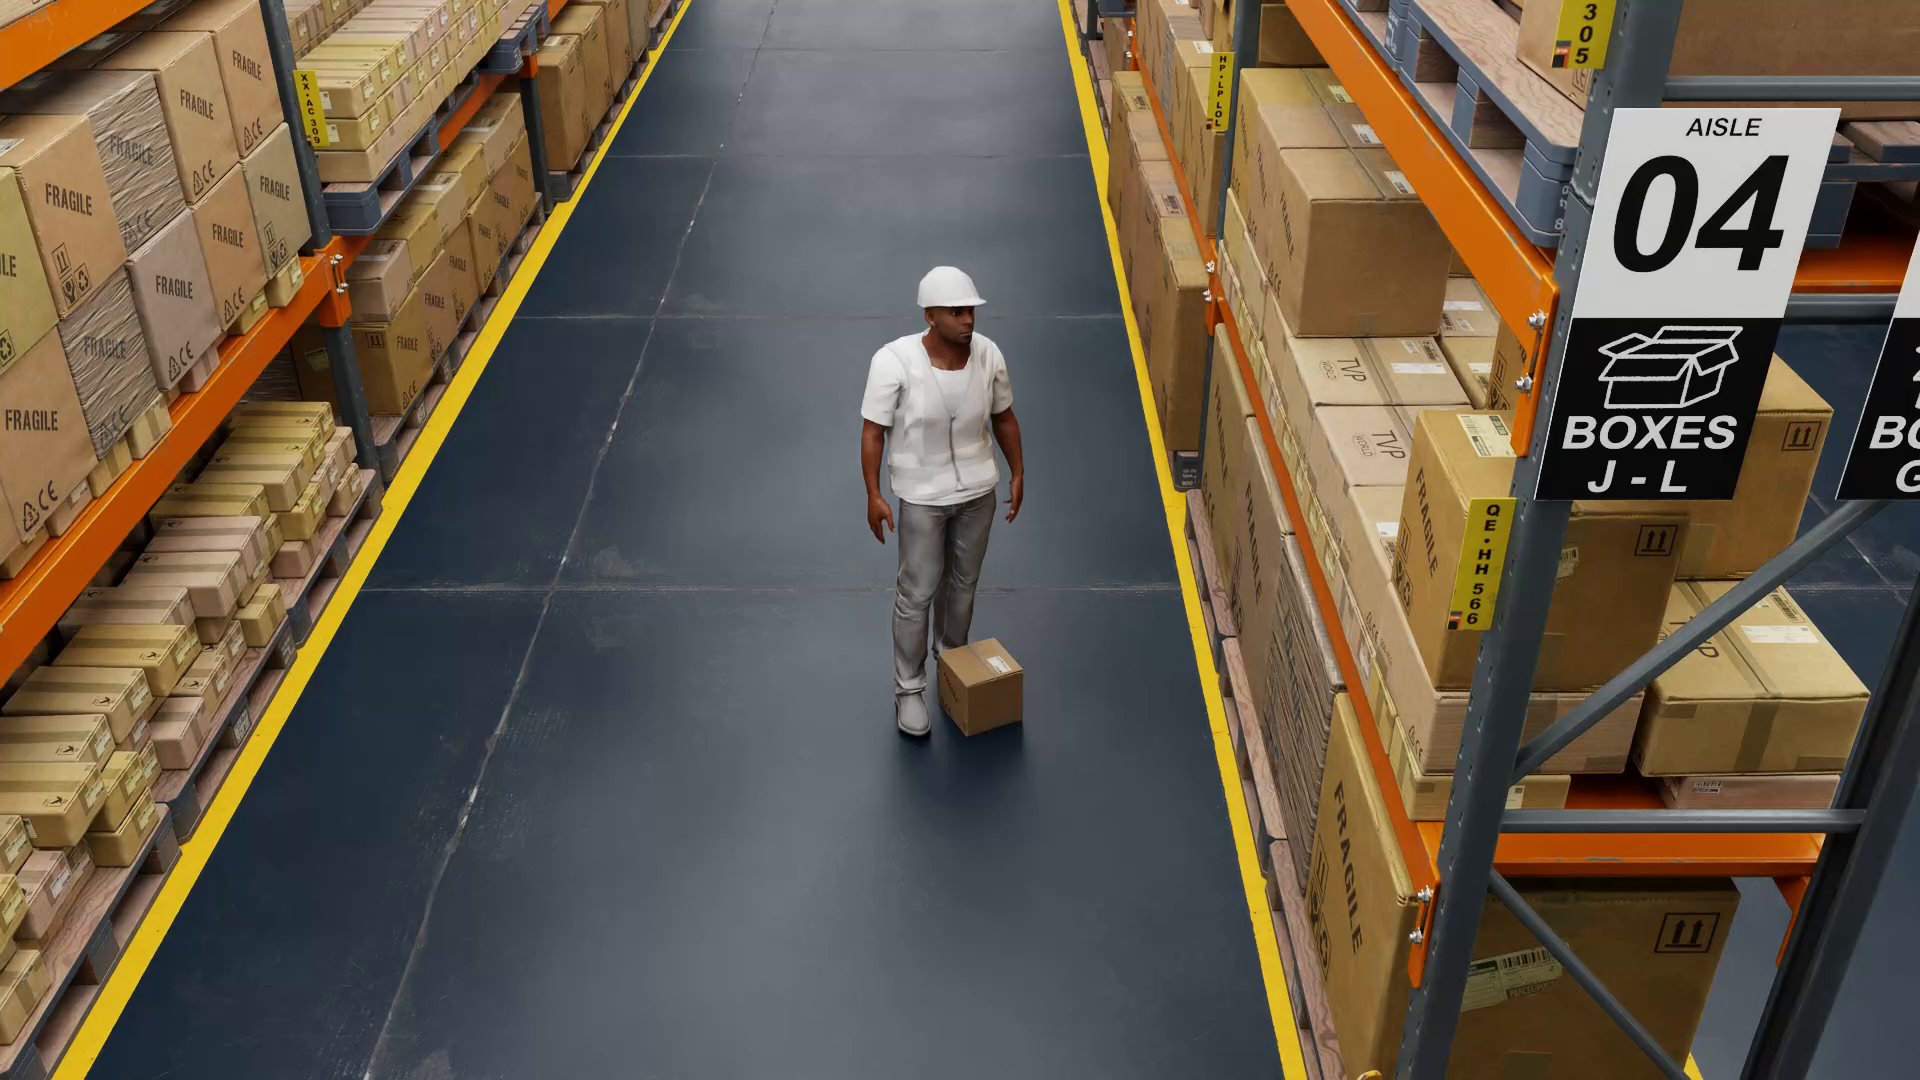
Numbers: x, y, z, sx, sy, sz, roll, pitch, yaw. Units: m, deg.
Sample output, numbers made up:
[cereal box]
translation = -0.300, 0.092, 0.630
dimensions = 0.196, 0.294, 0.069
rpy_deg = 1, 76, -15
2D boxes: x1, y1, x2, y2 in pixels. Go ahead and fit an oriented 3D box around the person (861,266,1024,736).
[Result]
[person]
translation = -0.028, -0.159, 6.355
dimensions = 0.665, 1.769, 0.574
rpy_deg = -13, 34, -21
